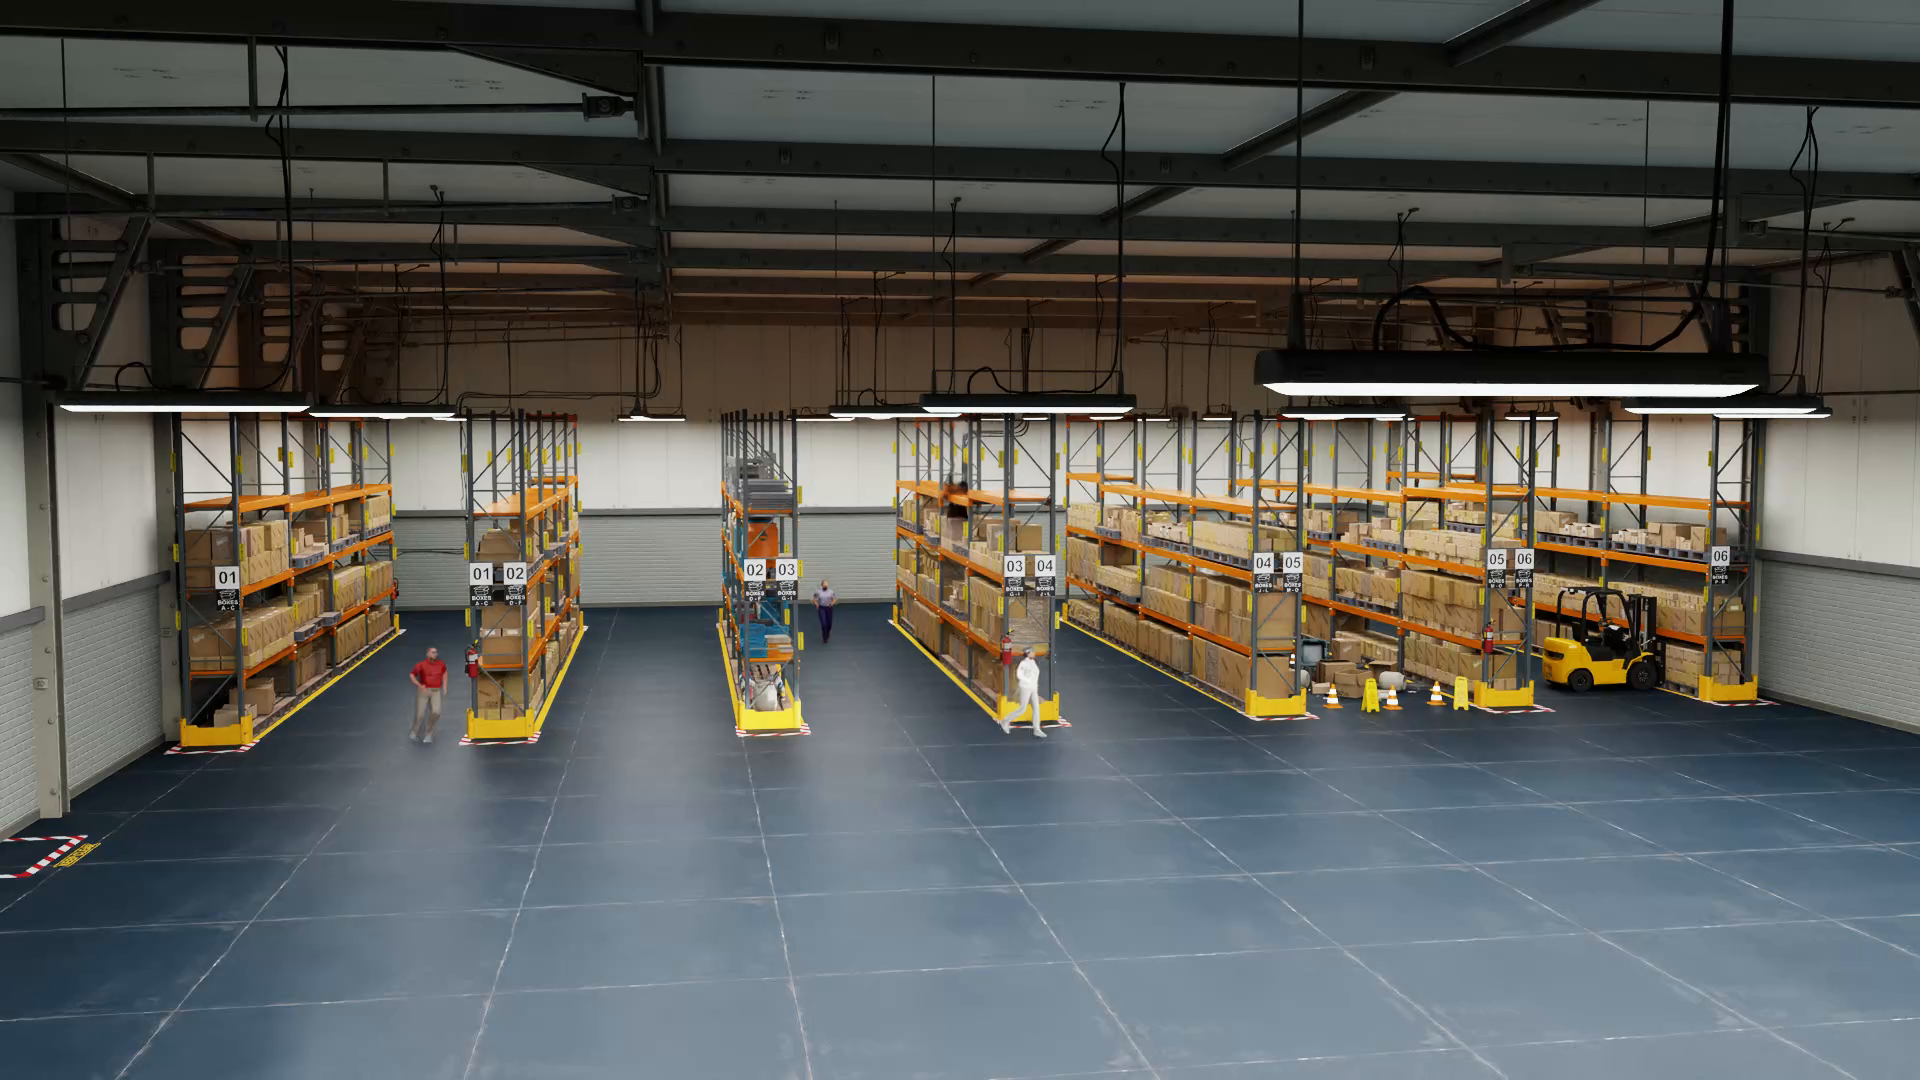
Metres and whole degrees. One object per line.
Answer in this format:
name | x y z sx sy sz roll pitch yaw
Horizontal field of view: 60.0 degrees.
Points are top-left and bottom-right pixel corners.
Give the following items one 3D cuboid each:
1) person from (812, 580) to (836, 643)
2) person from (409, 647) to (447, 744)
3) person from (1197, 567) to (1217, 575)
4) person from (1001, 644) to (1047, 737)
person | -3.563 1.871 43.744 0.613 1.629 0.726 -1 4 -14
person | -9.570 2.800 30.034 0.724 1.739 0.676 -2 5 -32
person | 7.380 1.320 50.337 0.735 1.835 0.654 -1 4 -13
person | 1.263 2.748 30.557 0.916 1.656 0.669 2 5 31
